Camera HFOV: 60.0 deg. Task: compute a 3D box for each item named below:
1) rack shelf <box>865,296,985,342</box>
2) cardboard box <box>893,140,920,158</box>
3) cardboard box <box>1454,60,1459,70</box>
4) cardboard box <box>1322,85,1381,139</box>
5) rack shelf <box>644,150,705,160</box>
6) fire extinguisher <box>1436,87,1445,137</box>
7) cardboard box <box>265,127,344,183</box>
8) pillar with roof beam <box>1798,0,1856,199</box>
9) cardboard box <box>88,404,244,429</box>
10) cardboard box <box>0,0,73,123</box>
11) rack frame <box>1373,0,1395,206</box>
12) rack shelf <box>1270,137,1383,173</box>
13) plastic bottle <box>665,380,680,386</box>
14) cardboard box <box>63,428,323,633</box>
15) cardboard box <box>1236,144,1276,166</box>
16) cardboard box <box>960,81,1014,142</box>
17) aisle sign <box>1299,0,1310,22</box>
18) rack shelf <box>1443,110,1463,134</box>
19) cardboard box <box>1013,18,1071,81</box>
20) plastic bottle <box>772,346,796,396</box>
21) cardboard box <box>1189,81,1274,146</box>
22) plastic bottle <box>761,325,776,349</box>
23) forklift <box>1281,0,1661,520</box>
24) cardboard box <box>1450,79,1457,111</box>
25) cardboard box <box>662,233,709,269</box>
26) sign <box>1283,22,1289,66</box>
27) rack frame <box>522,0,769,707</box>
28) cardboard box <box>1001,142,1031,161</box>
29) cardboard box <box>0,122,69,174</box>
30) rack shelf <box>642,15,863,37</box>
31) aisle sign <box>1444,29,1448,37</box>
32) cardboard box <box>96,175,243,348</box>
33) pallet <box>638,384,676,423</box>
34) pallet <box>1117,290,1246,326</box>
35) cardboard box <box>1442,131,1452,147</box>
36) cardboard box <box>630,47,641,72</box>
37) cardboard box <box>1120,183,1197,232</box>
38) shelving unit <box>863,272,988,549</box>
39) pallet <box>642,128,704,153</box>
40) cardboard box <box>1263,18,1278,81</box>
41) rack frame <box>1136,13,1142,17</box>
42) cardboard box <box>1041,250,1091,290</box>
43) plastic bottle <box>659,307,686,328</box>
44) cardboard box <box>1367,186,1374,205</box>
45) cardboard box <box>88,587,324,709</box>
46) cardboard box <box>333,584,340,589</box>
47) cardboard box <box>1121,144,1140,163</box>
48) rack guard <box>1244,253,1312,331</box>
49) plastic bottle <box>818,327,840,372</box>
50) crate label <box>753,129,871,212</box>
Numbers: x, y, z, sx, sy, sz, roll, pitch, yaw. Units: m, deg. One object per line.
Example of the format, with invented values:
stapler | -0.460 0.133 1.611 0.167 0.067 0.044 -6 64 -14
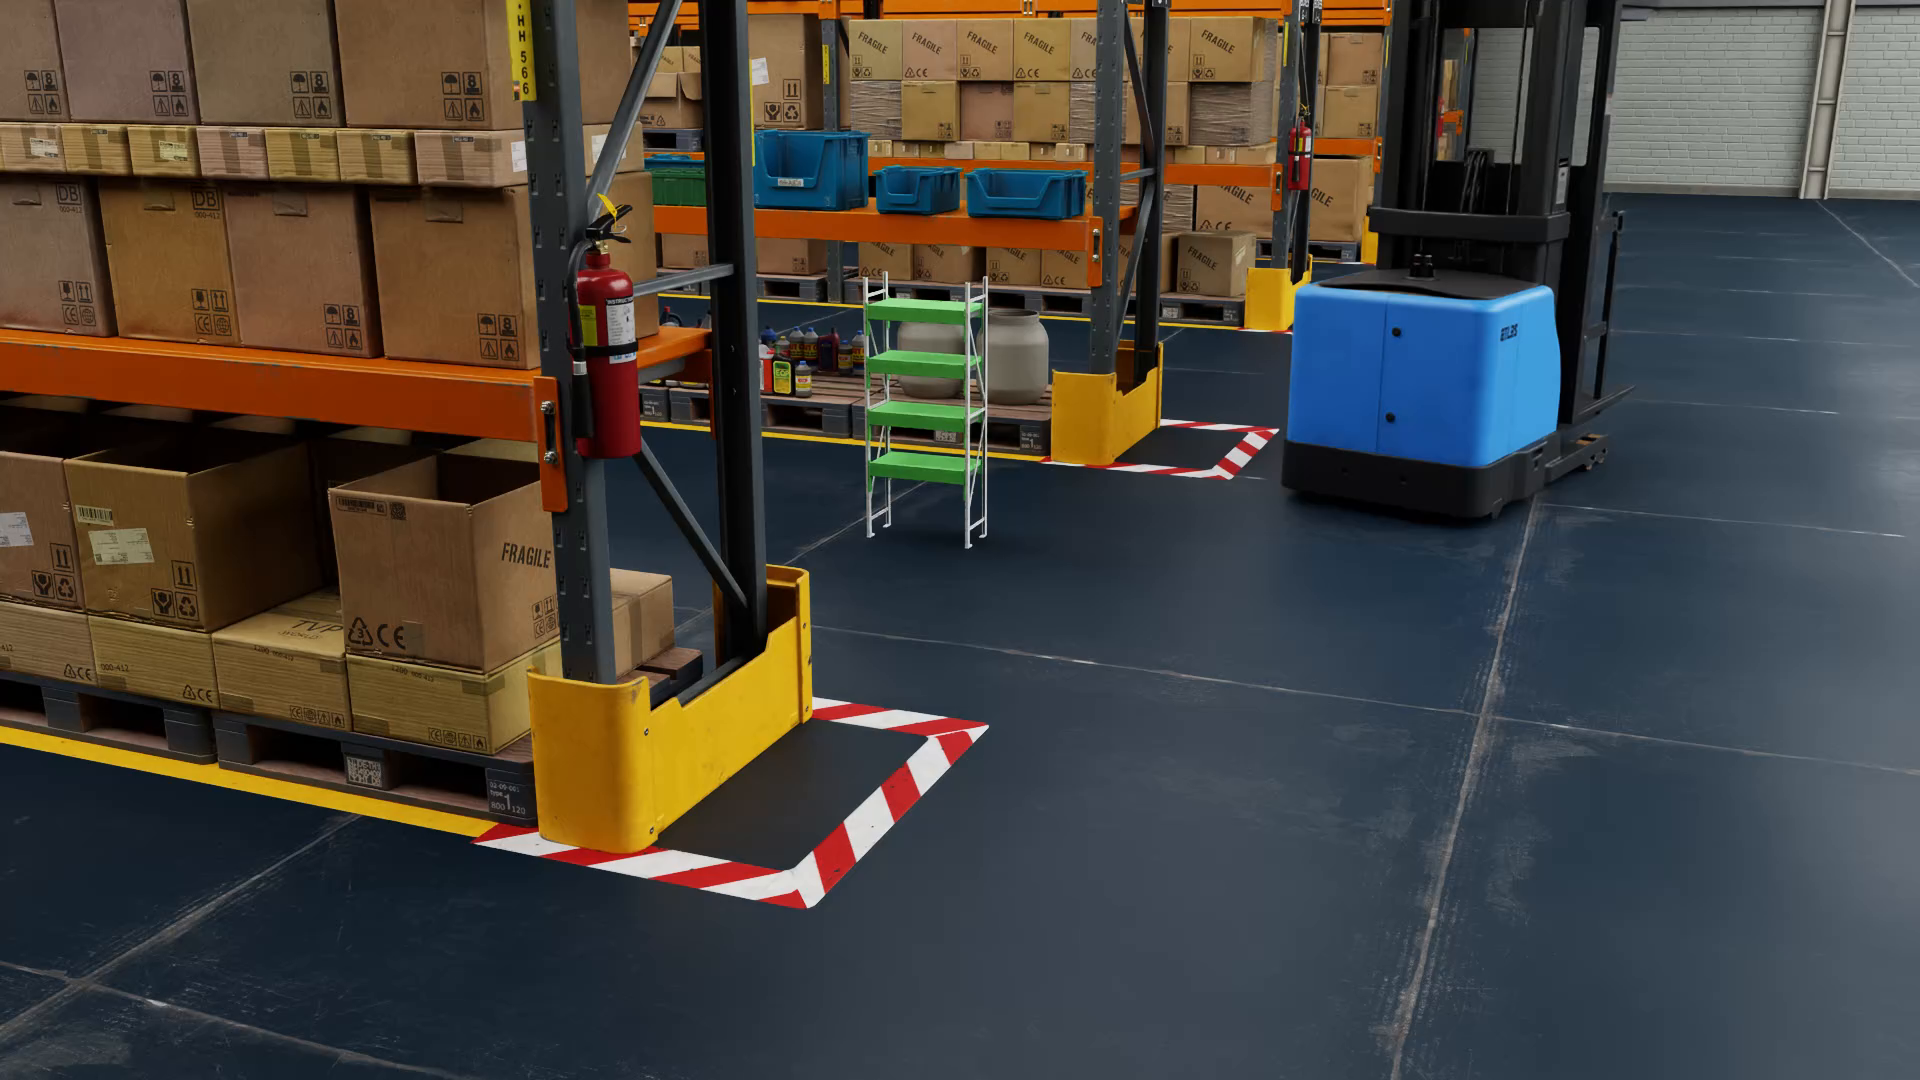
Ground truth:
rack shelf | -0.154 -0.993 7.449 0.480 0.148 0.258 6 17 21
cardboard box | -0.399 -3.438 14.586 0.250 0.149 0.380 6 17 21
cardboard box | 7.981 -7.747 27.101 0.250 0.149 0.380 6 17 20
cardboard box | 4.314 -4.671 18.114 0.550 0.550 0.875 6 17 21
rack shelf | -2.820 -3.565 15.863 4.000 0.370 1.077 6 17 21
fire extinguisher | 6.335 -5.698 22.061 0.183 0.674 0.296 6 17 21
cardboard box | -1.784 -1.129 4.841 0.250 0.149 0.380 6 17 20
pillar with roof beam | 11.900 -8.610 21.192 0.400 9.000 9.100 6 17 21
cardboard box | -2.688 -0.236 5.939 0.500 0.500 0.500 6 17 21
cardboard box | -2.782 -1.610 5.334 0.500 0.500 0.700 6 17 21
rack frame | 4.675 -4.573 18.044 0.127 3.000 1.000 6 17 21
rack shelf | 2.815 -4.432 18.849 4.000 0.370 1.077 6 17 21
plastic bottle | -1.748 -1.044 10.120 0.097 0.201 0.097 0 16 0
cardboard box | -2.420 -0.045 5.283 0.500 0.500 0.500 6 17 21
cardboard box | 2.421 -3.152 13.600 0.250 0.149 0.380 6 17 21
cardboard box | 0.391 -3.749 14.495 0.500 0.500 0.875 6 17 21
aisle sign | 2.709 -4.461 12.997 0.004 0.787 0.394 6 17 21
rack shelf | 6.355 -7.014 27.743 4.000 0.370 1.077 6 17 21
cardboard box | 0.766 -4.115 13.960 0.500 0.500 0.500 6 17 21
plastic bottle | -1.041 -1.000 9.822 0.133 0.283 0.061 7 17 22
cardboard box | 2.260 -3.551 13.812 0.500 0.500 0.875 6 17 21
plastic bottle | -1.229 -1.245 10.688 0.097 0.271 0.097 0 16 0
forklift | 2.913 -1.855 8.805 1.130 2.935 3.031 12 20 36
cardboard box | 7.856 -7.325 27.347 0.500 0.500 0.500 7 18 22
cardboard box | -2.480 -2.896 15.963 0.500 0.500 0.700 5 17 16
sign | 2.539 -3.863 12.955 0.005 0.325 0.100 6 17 21
rack frame | -0.877 -0.728 4.800 0.127 3.000 1.000 6 17 21
cardboard box | 0.530 -3.335 14.232 0.250 0.149 0.380 6 17 21
cardboard box | -2.746 -1.235 5.205 0.250 0.149 0.380 6 17 20
rack shelf | -2.905 -7.985 25.708 4.000 0.370 1.077 6 17 21
aisle sign | 6.569 -7.189 22.395 0.004 0.787 0.394 6 17 21
cardboard box | -2.256 -0.932 5.323 0.500 0.500 0.700 6 17 21
pallet | -2.167 -1.003 10.748 1.213 0.211 1.003 6 17 21
pallet | 1.948 -2.058 14.382 1.213 0.211 1.003 6 17 21
cardboard box | 7.838 -6.614 27.462 0.500 0.250 0.500 6 17 20
cardboard box | -5.306 -7.599 26.497 0.500 0.500 0.500 6 17 20
cardboard box | 2.354 -3.989 19.093 0.875 0.875 0.875 6 17 21
shelving unit | -0.154 -0.593 7.565 0.503 1.200 0.258 6 17 21
pallet | -2.824 -3.831 15.834 1.213 0.211 1.003 6 17 21
cardboard box | 2.350 -4.095 13.891 0.500 0.500 0.500 6 17 21
rack frame | 2.677 -6.276 23.912 0.127 3.000 1.000 6 17 21
cardboard box | 1.043 -2.487 14.591 0.500 0.500 0.500 8 18 26
plastic bottle | -1.894 -1.350 10.904 0.185 0.351 0.144 5 17 18
cardboard box | 5.525 -4.763 22.880 0.500 0.250 0.500 6 17 20
cardboard box | -2.419 0.314 5.390 0.500 0.250 0.500 6 17 21
cardboard box | -1.761 0.228 5.686 0.500 0.250 0.500 6 17 21
cardboard box | 1.493 -3.255 13.958 0.250 0.149 0.380 6 17 21
rack guard | 2.691 -2.104 14.024 0.348 0.500 1.175 6 17 21
plastic bottle | -0.832 -1.213 10.555 0.133 0.283 0.061 7 17 22
crate label | -0.867 -2.147 9.626 0.616 0.435 0.502 6 17 21
